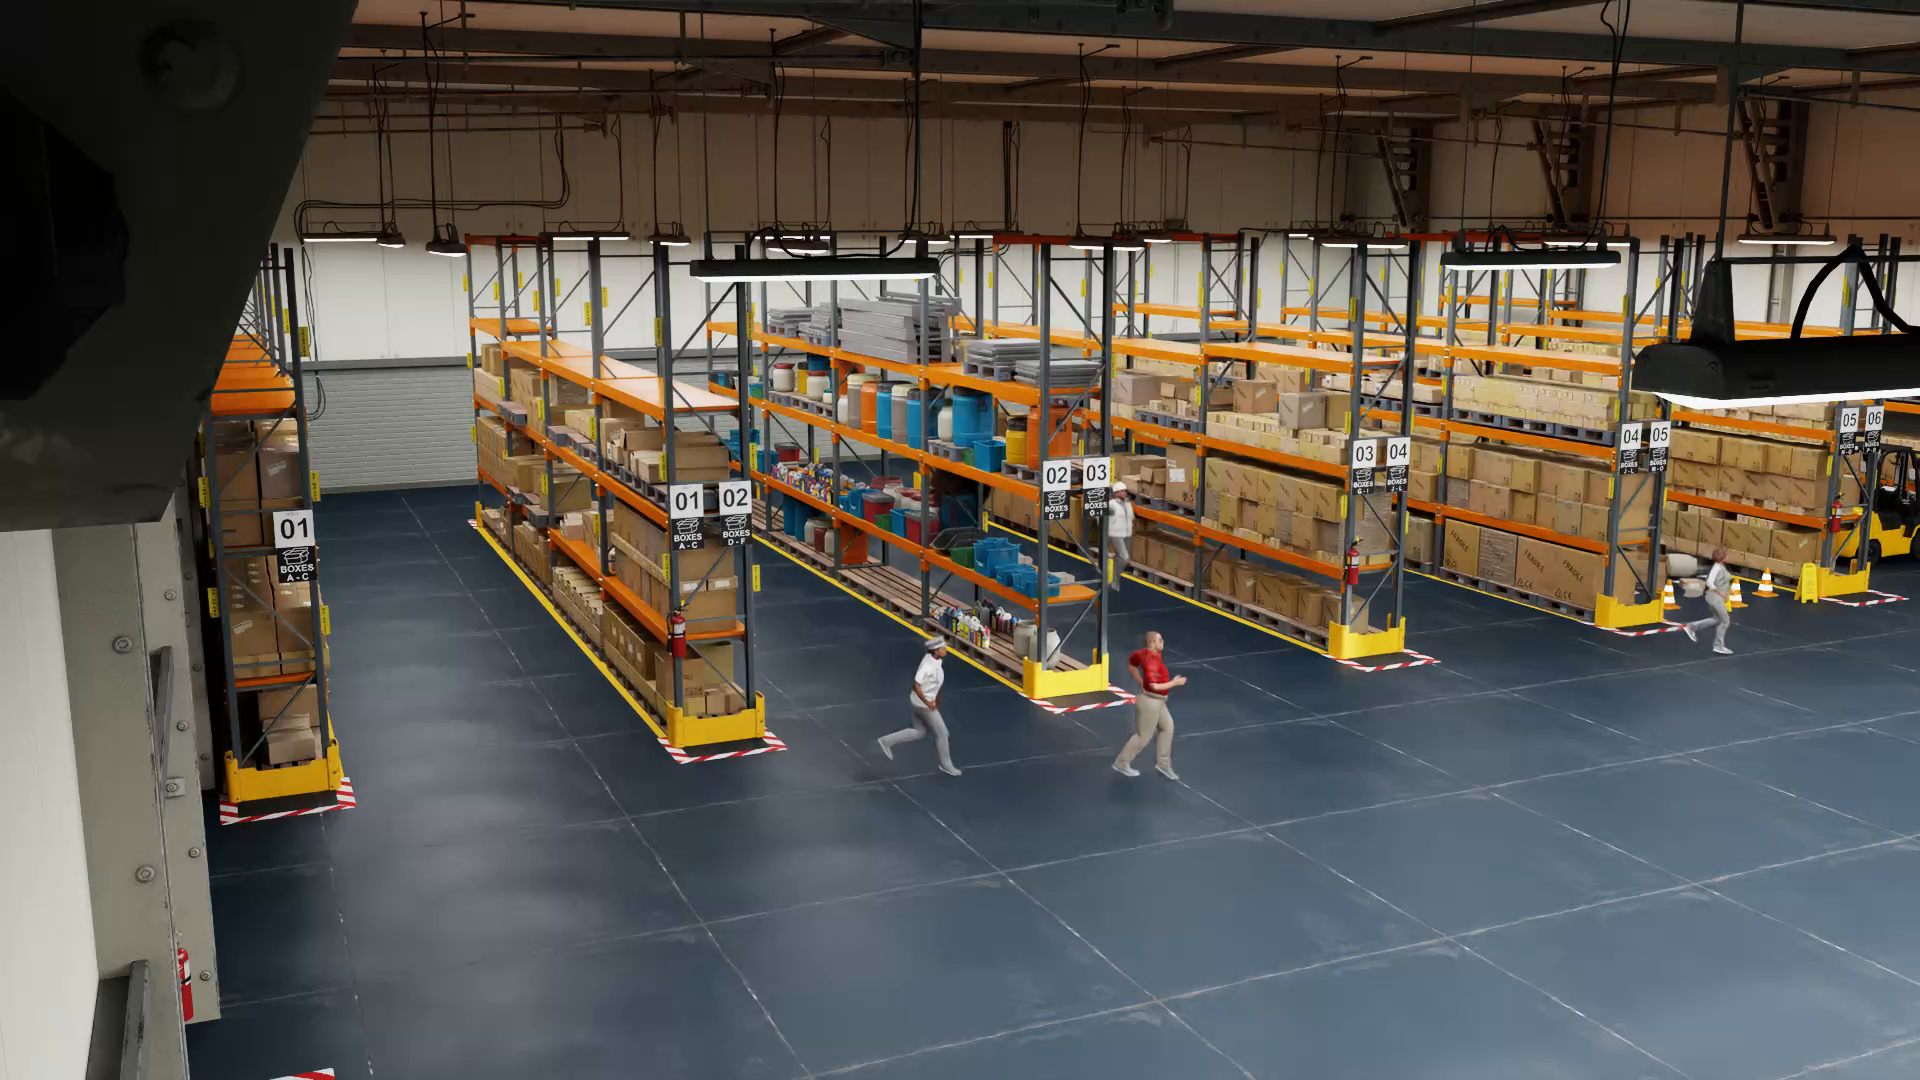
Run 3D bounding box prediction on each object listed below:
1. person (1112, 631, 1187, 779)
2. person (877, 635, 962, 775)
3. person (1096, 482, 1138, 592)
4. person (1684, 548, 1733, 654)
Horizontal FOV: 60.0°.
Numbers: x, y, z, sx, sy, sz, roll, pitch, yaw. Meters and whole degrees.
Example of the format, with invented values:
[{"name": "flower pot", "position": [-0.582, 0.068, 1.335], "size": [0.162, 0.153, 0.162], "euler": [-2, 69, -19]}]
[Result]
[{"name": "person", "position": [2.145, 1.943, 18.846], "size": [0.819, 1.724, 0.637], "euler": [1, 11, 5]}, {"name": "person", "position": [-0.462, 1.909, 19.067], "size": [0.983, 1.684, 0.575], "euler": [0, 11, -1]}, {"name": "person", "position": [2.641, -0.043, 27.294], "size": [0.633, 1.816, 0.677], "euler": [-9, 14, -39]}, {"name": "person", "position": [11.064, 0.883, 24.467], "size": [0.699, 1.580, 0.556], "euler": [6, 12, 27]}]
